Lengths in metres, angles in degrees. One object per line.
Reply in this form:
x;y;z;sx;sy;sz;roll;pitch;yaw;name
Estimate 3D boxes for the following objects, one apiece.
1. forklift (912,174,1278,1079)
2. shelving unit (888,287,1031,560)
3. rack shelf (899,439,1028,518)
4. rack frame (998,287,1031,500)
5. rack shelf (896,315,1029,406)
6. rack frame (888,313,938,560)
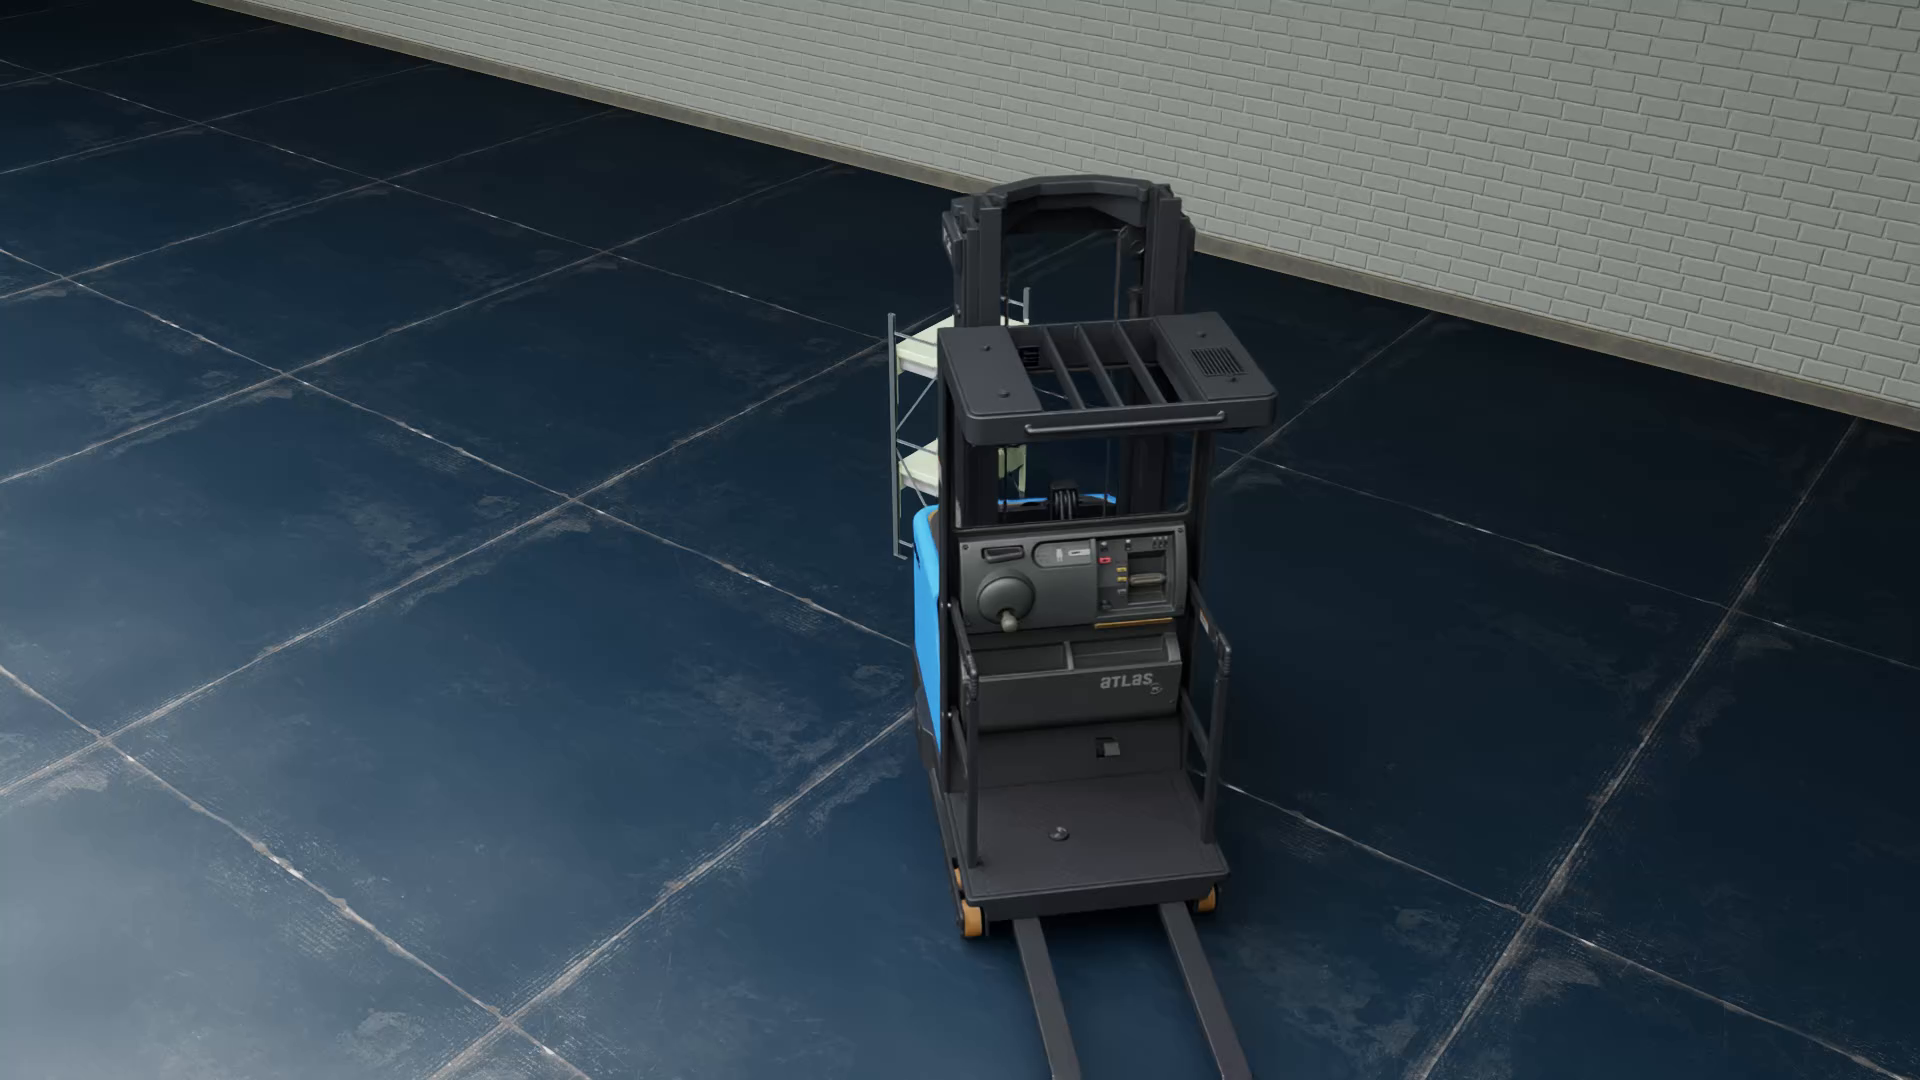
0.495;0.203;6.532;1.130;2.935;3.031;-4;31;-7;forklift
0.004;-0.648;9.372;0.431;1.500;0.755;21;37;31;shelving unit
0.004;-0.367;9.538;0.431;0.370;0.720;21;37;31;rack shelf
0.225;-0.797;9.623;0.400;1.500;0.023;21;37;31;rack frame
0.004;-0.984;9.173;0.431;0.370;0.720;21;37;31;rack shelf
-0.217;-0.499;9.121;0.400;1.500;0.023;21;37;31;rack frame
